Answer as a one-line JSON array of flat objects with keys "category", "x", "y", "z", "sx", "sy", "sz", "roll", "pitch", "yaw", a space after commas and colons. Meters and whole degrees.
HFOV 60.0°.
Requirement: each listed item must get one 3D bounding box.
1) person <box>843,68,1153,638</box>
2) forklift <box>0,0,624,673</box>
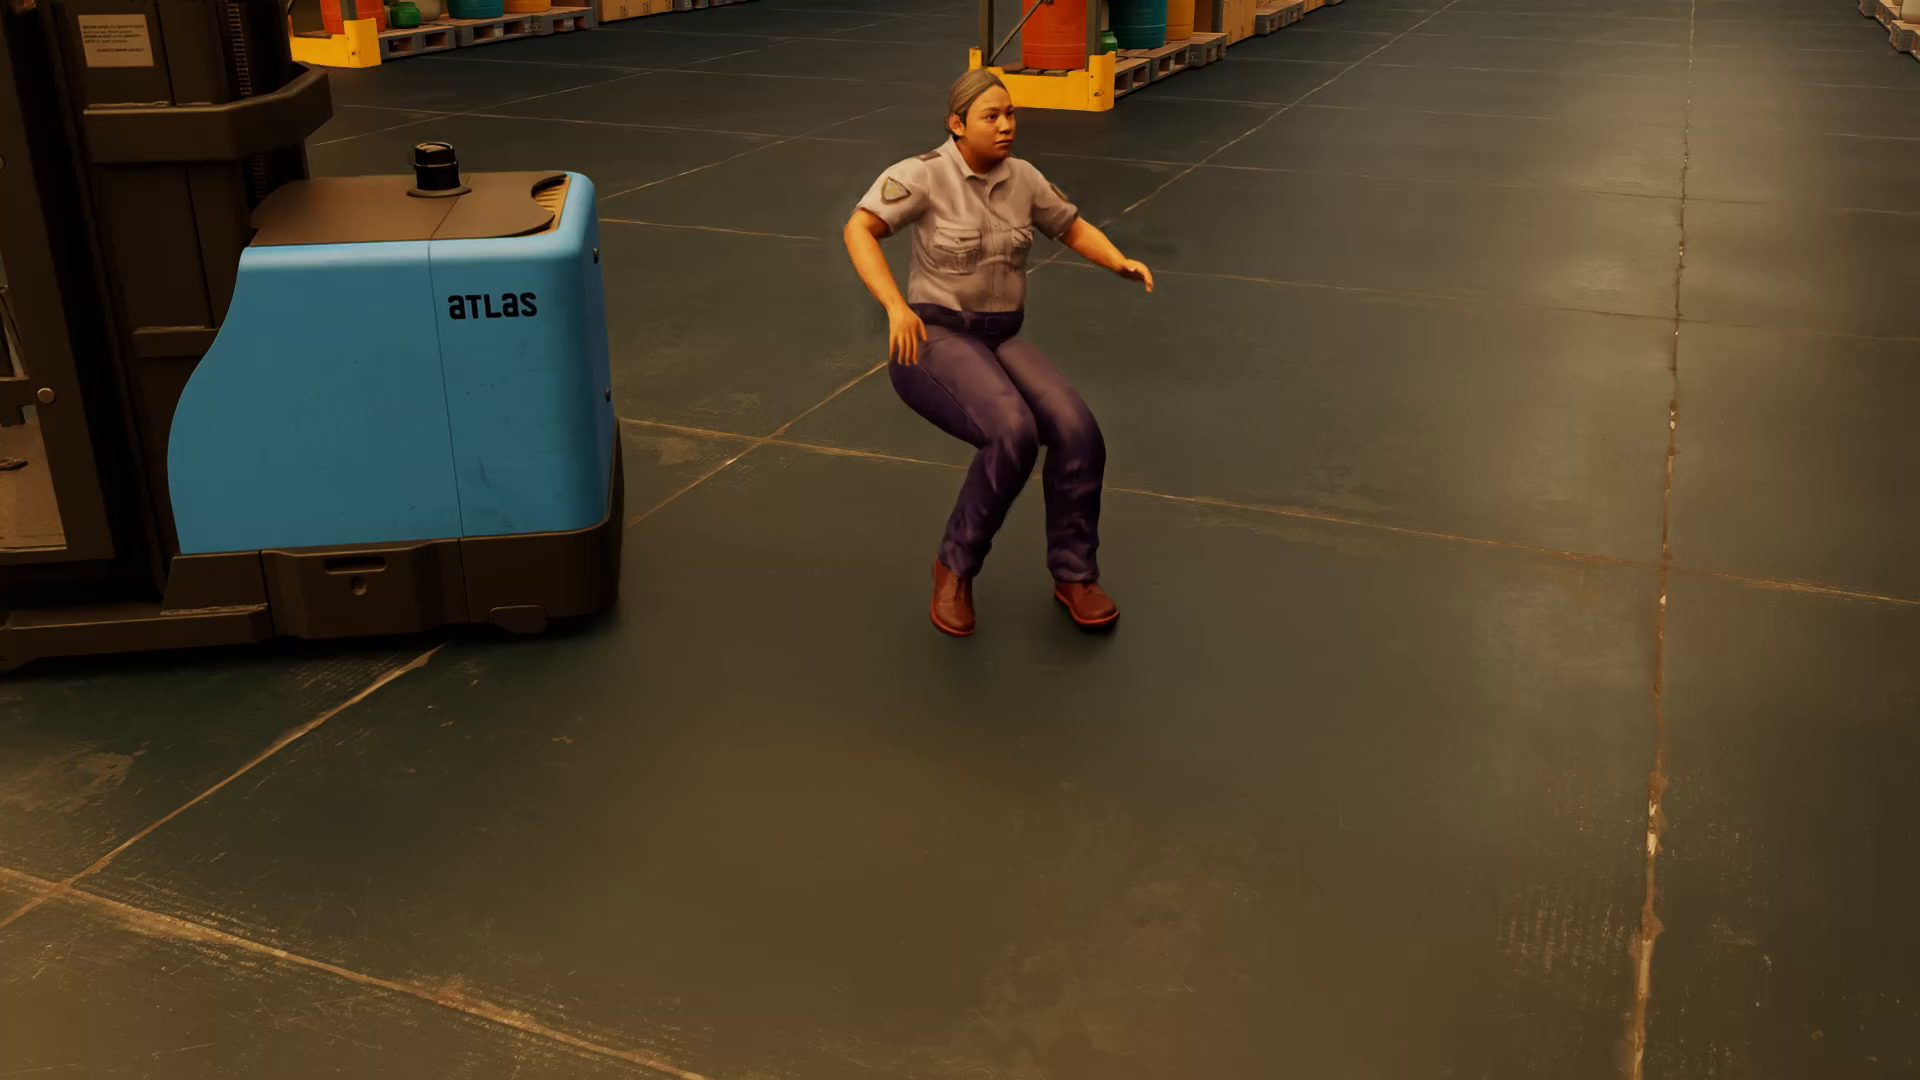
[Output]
[{"category": "person", "x": 0.173, "y": -0.513, "z": 4.514, "sx": 0.826, "sy": 1.410, "sz": 0.791, "roll": -21, "pitch": 30, "yaw": -40}, {"category": "forklift", "x": -2.496, "y": -1.195, "z": 4.150, "sx": 3.031, "sy": 2.935, "sz": 1.130, "roll": -4, "pitch": 23, "yaw": -9}]
